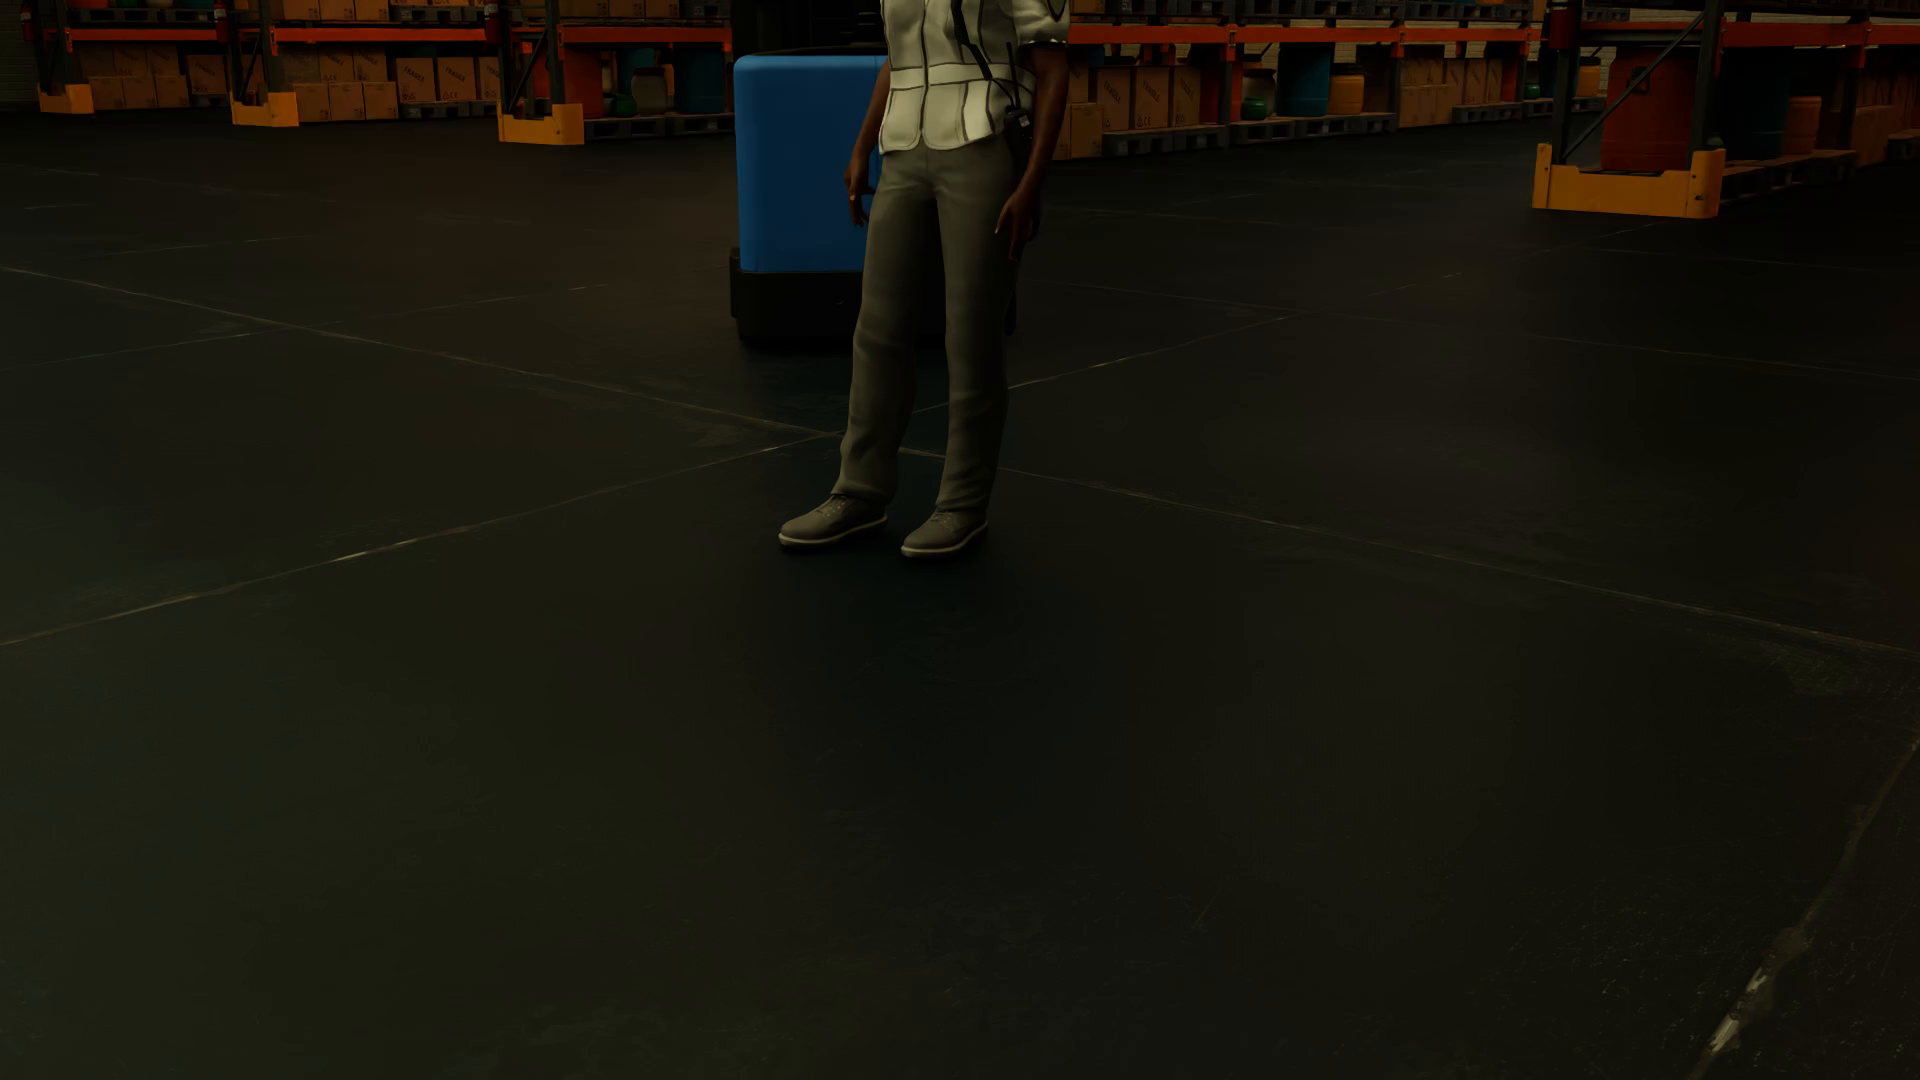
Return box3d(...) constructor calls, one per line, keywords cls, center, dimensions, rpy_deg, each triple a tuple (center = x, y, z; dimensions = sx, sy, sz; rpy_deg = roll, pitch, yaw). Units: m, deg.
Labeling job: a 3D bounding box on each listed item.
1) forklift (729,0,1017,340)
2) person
box3d(cls="forklift", center=(-0.454, -2.536, 7.249), dimensions=(1.130, 2.935, 3.031), rpy_deg=(-2, 17, -6))
box3d(cls="person", center=(-0.063, -0.805, 3.651), dimensions=(0.569, 1.695, 0.530), rpy_deg=(13, 21, 37))
